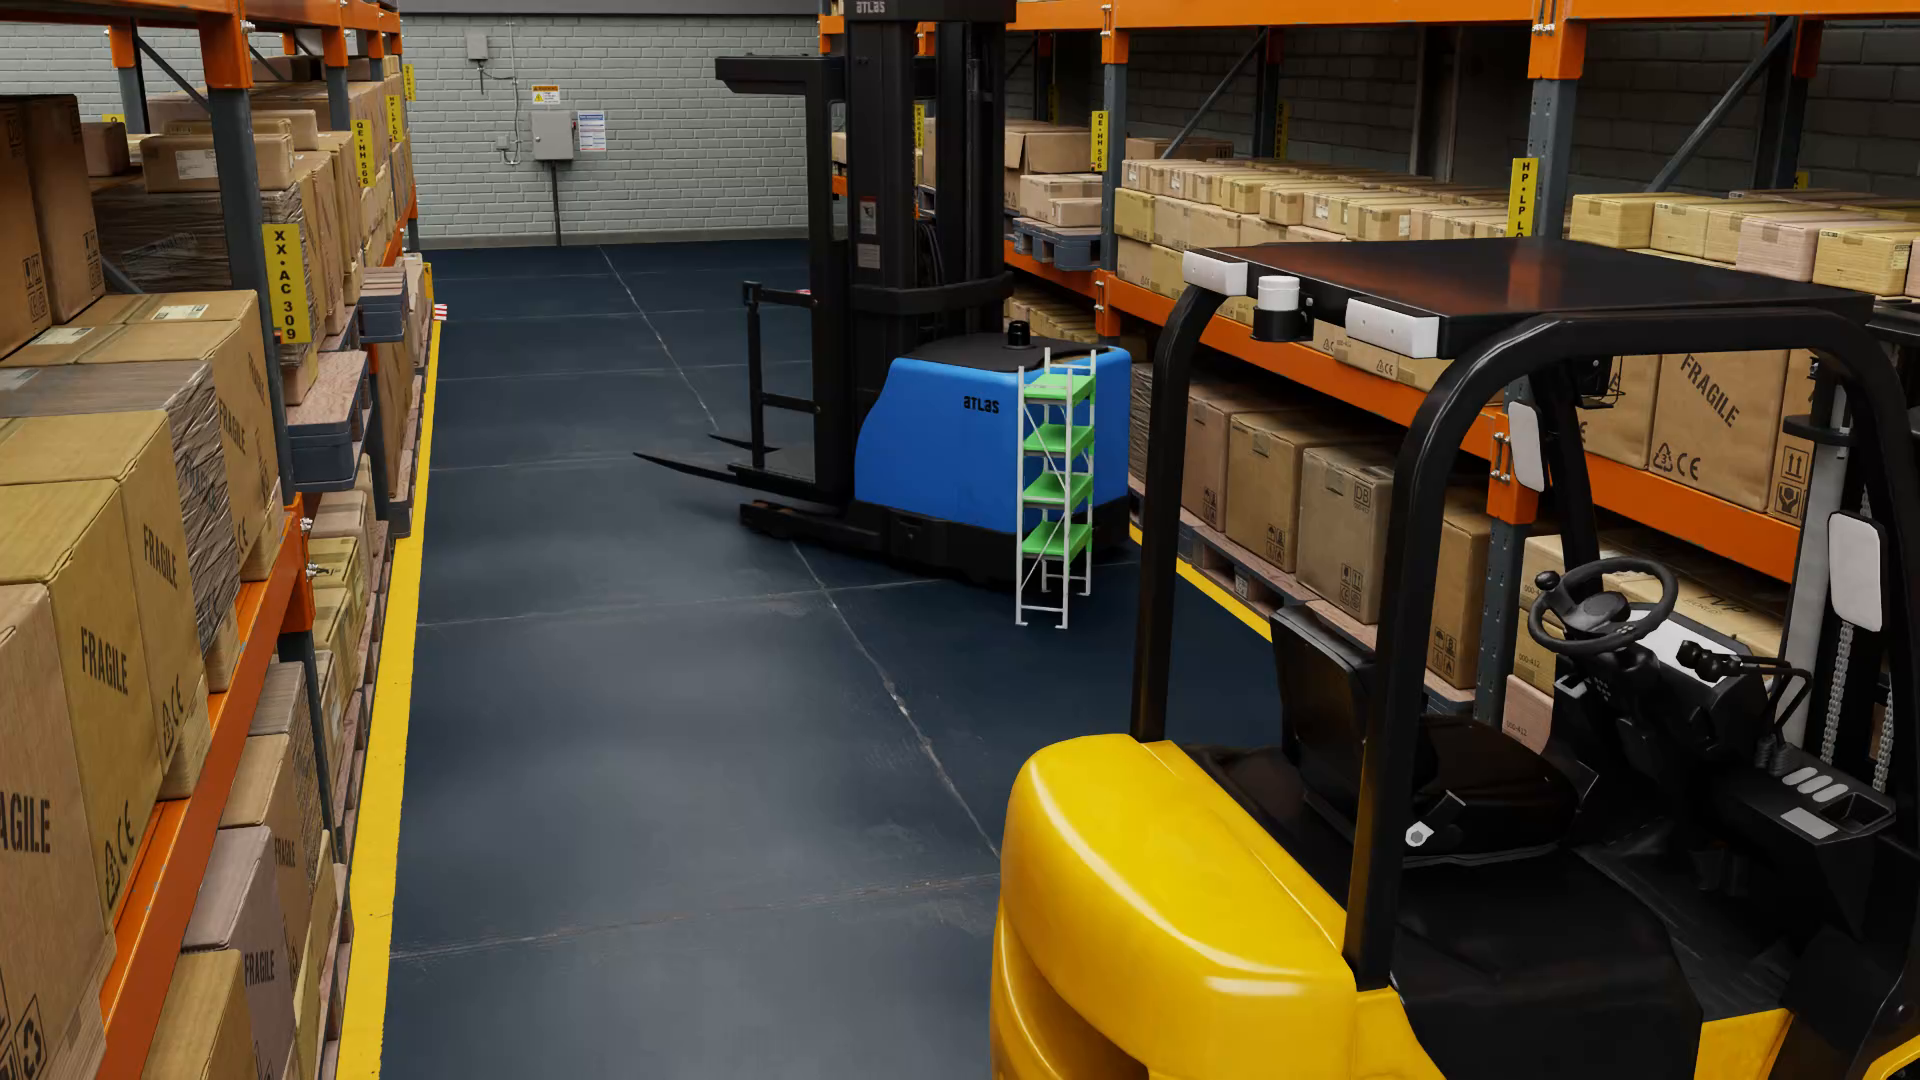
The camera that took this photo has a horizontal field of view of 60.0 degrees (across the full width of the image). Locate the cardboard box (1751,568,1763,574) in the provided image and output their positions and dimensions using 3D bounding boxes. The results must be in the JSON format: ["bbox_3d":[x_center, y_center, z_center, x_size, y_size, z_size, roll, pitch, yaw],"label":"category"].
[{"bbox_3d":[2.717,0.120,5.649,0.500,0.250,0.500,-4,17,-14],"label":"cardboard box"}]

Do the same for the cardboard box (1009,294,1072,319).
[{"bbox_3d":[0.562,-1.616,11.605,0.380,0.149,0.250,-5,17,-15],"label":"cardboard box"}]

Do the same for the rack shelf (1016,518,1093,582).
[{"bbox_3d":[0.446,0.042,7.782,0.258,0.148,0.480,5,17,16],"label":"rack shelf"}]

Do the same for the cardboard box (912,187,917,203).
[{"bbox_3d":[-0.225,-2.868,13.724,0.380,0.149,0.250,-4,17,-14],"label":"cardboard box"}]

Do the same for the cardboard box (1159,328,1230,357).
[{"bbox_3d":[1.453,-1.227,10.311,0.380,0.149,0.250,-4,17,-12],"label":"cardboard box"}]

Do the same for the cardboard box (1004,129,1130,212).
[{"bbox_3d":[0.671,-2.431,10.922,0.797,0.503,0.637,-5,17,-17],"label":"cardboard box"}]

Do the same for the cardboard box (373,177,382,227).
[{"bbox_3d":[-3.642,-1.959,9.653,0.500,0.250,0.500,-5,17,-15],"label":"cardboard box"}]

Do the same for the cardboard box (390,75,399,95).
[{"bbox_3d":[-4.871,-3.557,13.667,0.500,0.500,0.500,-5,17,-16],"label":"cardboard box"}]

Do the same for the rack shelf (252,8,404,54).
[{"bbox_3d":[-5.123,-4.102,13.430,1.077,0.370,4.000,-5,17,-15],"label":"rack shelf"}]

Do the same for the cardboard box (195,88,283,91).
[{"bbox_3d":[-4.279,-2.419,9.879,0.500,0.500,0.500,-5,17,-16],"label":"cardboard box"}]

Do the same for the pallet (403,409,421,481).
[{"bbox_3d":[-3.950,-0.576,10.501,1.003,0.211,1.213,-5,17,-15],"label":"pallet"}]

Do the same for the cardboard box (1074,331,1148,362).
[{"bbox_3d":[0.918,-1.175,10.137,0.380,0.149,0.250,-6,18,-18],"label":"cardboard box"}]

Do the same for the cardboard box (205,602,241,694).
[{"bbox_3d":[-1.711,0.222,3.435,0.380,0.149,0.250,-5,17,-16],"label":"cardboard box"}]

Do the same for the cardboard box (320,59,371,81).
[{"bbox_3d":[-4.411,-3.402,12.024,0.380,0.149,0.250,-5,17,-16],"label":"cardboard box"}]

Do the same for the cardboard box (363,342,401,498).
[{"bbox_3d":[-3.584,-0.731,9.136,0.875,0.875,0.875,-5,17,-16],"label":"cardboard box"}]

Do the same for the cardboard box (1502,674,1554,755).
[{"bbox_3d":[2.211,0.638,5.662,0.500,0.250,0.500,-5,17,-15],"label":"cardboard box"}]

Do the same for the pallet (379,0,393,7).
[{"bbox_3d":[-5.120,-4.415,13.375,1.003,0.211,1.213,-5,17,-15],"label":"pallet"}]

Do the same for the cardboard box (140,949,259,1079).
[{"bbox_3d":[-1.517,1.084,2.875,0.500,0.500,0.500,-4,17,-14],"label":"cardboard box"}]

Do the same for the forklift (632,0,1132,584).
[{"bbox_3d":[-0.573,-1.514,8.897,3.031,2.935,1.130,13,21,37],"label":"forklift"}]

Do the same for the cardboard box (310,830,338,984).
[{"bbox_3d":[-1.954,1.014,4.411,0.500,0.250,0.500,-4,17,-13],"label":"cardboard box"}]

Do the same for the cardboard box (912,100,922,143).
[{"bbox_3d":[-0.623,-3.825,14.911,0.500,0.500,0.500,-4,17,-14],"label":"cardboard box"}]

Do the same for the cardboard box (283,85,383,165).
[{"bbox_3d":[-3.940,-2.595,10.466,0.500,0.500,0.500,-4,17,-14],"label":"cardboard box"}]

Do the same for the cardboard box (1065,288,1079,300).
[{"bbox_3d":[0.973,-1.731,11.988,0.380,0.149,0.250,-4,17,-14],"label":"cardboard box"}]

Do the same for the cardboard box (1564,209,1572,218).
[{"bbox_3d":[2.483,-1.188,6.393,0.380,0.149,0.250,-5,18,-17],"label":"cardboard box"}]

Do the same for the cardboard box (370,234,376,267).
[{"bbox_3d":[-3.525,-1.574,9.240,0.500,0.250,0.500,-5,17,-17],"label":"cardboard box"}]

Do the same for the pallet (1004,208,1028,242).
[{"bbox_3d":[0.758,-2.189,11.360,1.003,0.211,1.213,-5,17,-15],"label":"pallet"}]

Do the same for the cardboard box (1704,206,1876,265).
[{"bbox_3d":[2.436,-0.892,4.888,0.380,0.149,0.250,-5,17,-16],"label":"cardboard box"}]

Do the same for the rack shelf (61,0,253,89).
[{"bbox_3d":[-1.826,-0.783,2.380,1.077,0.370,4.000,-5,17,-15],"label":"rack shelf"}]

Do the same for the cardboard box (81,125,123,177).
[{"bbox_3d":[-2.921,-1.245,5.336,0.380,0.149,0.250,-5,17,-17],"label":"cardboard box"}]

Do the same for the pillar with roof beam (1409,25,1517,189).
[{"bbox_3d":[-1.617,-3.987,6.583,9.100,9.000,0.400,-5,17,-15],"label":"pillar with roof beam"}]

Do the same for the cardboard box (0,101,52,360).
[{"bbox_3d":[-2.343,-0.631,3.410,0.700,0.500,0.500,-5,17,-15],"label":"cardboard box"}]

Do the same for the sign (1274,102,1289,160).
[{"bbox_3d":[1.830,-2.343,9.525,0.100,0.325,0.005,-5,17,-15],"label":"sign"}]

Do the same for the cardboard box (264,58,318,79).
[{"bbox_3d":[-4.992,-3.505,12.368,0.380,0.149,0.250,-5,17,-15],"label":"cardboard box"}]

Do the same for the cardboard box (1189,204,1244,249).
[{"bbox_3d":[1.447,-1.484,8.072,0.500,0.250,0.500,-5,17,-17],"label":"cardboard box"}]

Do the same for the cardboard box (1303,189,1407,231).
[{"bbox_3d":[1.709,-1.424,7.177,0.380,0.149,0.250,-5,17,-15],"label":"cardboard box"}]

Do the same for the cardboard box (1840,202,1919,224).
[{"bbox_3d":[2.889,-0.929,5.012,0.380,0.149,0.250,-5,17,-16],"label":"cardboard box"}]

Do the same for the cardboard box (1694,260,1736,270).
[{"bbox_3d":[2.402,-0.745,4.918,0.380,0.149,0.250,-5,17,-15],"label":"cardboard box"}]

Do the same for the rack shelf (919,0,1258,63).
[{"bbox_3d":[0.747,-3.389,11.057,1.077,0.370,4.000,-5,17,-15],"label":"rack shelf"}]

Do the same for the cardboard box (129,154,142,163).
[{"bbox_3d":[-3.141,-1.170,6.212,0.500,0.500,0.500,-5,18,-17],"label":"cardboard box"}]

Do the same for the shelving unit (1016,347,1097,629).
[{"bbox_3d":[0.446,-0.249,7.694,0.258,1.200,0.503,5,17,16],"label":"shelving unit"}]

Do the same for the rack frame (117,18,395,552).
[{"bbox_3d":[-3.474,-1.350,8.233,1.000,3.000,0.127,-5,17,-15],"label":"rack frame"}]

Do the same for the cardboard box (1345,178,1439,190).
[{"bbox_3d":[2.021,-1.605,7.780,0.380,0.149,0.250,-4,17,-14],"label":"cardboard box"}]

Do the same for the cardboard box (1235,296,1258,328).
[{"bbox_3d":[1.607,-1.105,7.676,0.500,0.250,0.500,-4,17,-13],"label":"cardboard box"}]

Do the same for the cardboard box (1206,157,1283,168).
[{"bbox_3d":[1.581,-2.028,9.189,0.380,0.149,0.250,-4,17,-13],"label":"cardboard box"}]

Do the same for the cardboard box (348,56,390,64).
[{"bbox_3d":[-4.978,-3.968,13.910,0.380,0.149,0.250,-4,17,-14],"label":"cardboard box"}]

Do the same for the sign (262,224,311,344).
[{"bbox_3d":[-1.856,-0.703,4.575,0.100,0.325,0.005,-5,17,-15],"label":"sign"}]

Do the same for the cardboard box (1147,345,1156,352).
[{"bbox_3d":[1.335,-1.024,10.761,0.500,0.500,0.500,-5,17,-15],"label":"cardboard box"}]

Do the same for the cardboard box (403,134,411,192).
[{"bbox_3d":[-5.012,-3.217,14.274,0.500,0.500,0.500,-4,17,-14],"label":"cardboard box"}]

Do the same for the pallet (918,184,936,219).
[{"bbox_3d":[0.312,-2.528,12.489,1.003,0.211,1.213,-5,17,-15],"label":"pallet"}]

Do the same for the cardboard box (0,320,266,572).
[{"bbox_3d":[-1.866,-0.189,3.676,0.500,0.500,0.500,-4,17,-13],"label":"cardboard box"}]

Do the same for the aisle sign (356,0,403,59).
[{"bbox_3d":[-5.395,-4.853,15.374,0.394,0.787,0.004,-5,17,-15],"label":"aisle sign"}]

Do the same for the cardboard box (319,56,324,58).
[{"bbox_3d":[-5.527,-3.993,13.991,0.380,0.149,0.250,-5,17,-15],"label":"cardboard box"}]

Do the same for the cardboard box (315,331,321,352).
[{"bbox_3d":[-2.465,-0.719,5.838,0.380,0.149,0.250,-4,17,-14],"label":"cardboard box"}]

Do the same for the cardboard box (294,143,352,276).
[{"bbox_3d":[-2.790,-1.356,6.832,0.500,0.500,0.500,-6,18,-19],"label":"cardboard box"}]

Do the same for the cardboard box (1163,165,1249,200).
[{"bbox_3d":[1.271,-1.848,8.589,0.380,0.149,0.250,-4,17,-14],"label":"cardboard box"}]

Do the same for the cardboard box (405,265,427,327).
[{"bbox_3d":[-5.136,-2.110,14.486,0.875,0.438,0.875,-4,17,-14],"label":"cardboard box"}]
